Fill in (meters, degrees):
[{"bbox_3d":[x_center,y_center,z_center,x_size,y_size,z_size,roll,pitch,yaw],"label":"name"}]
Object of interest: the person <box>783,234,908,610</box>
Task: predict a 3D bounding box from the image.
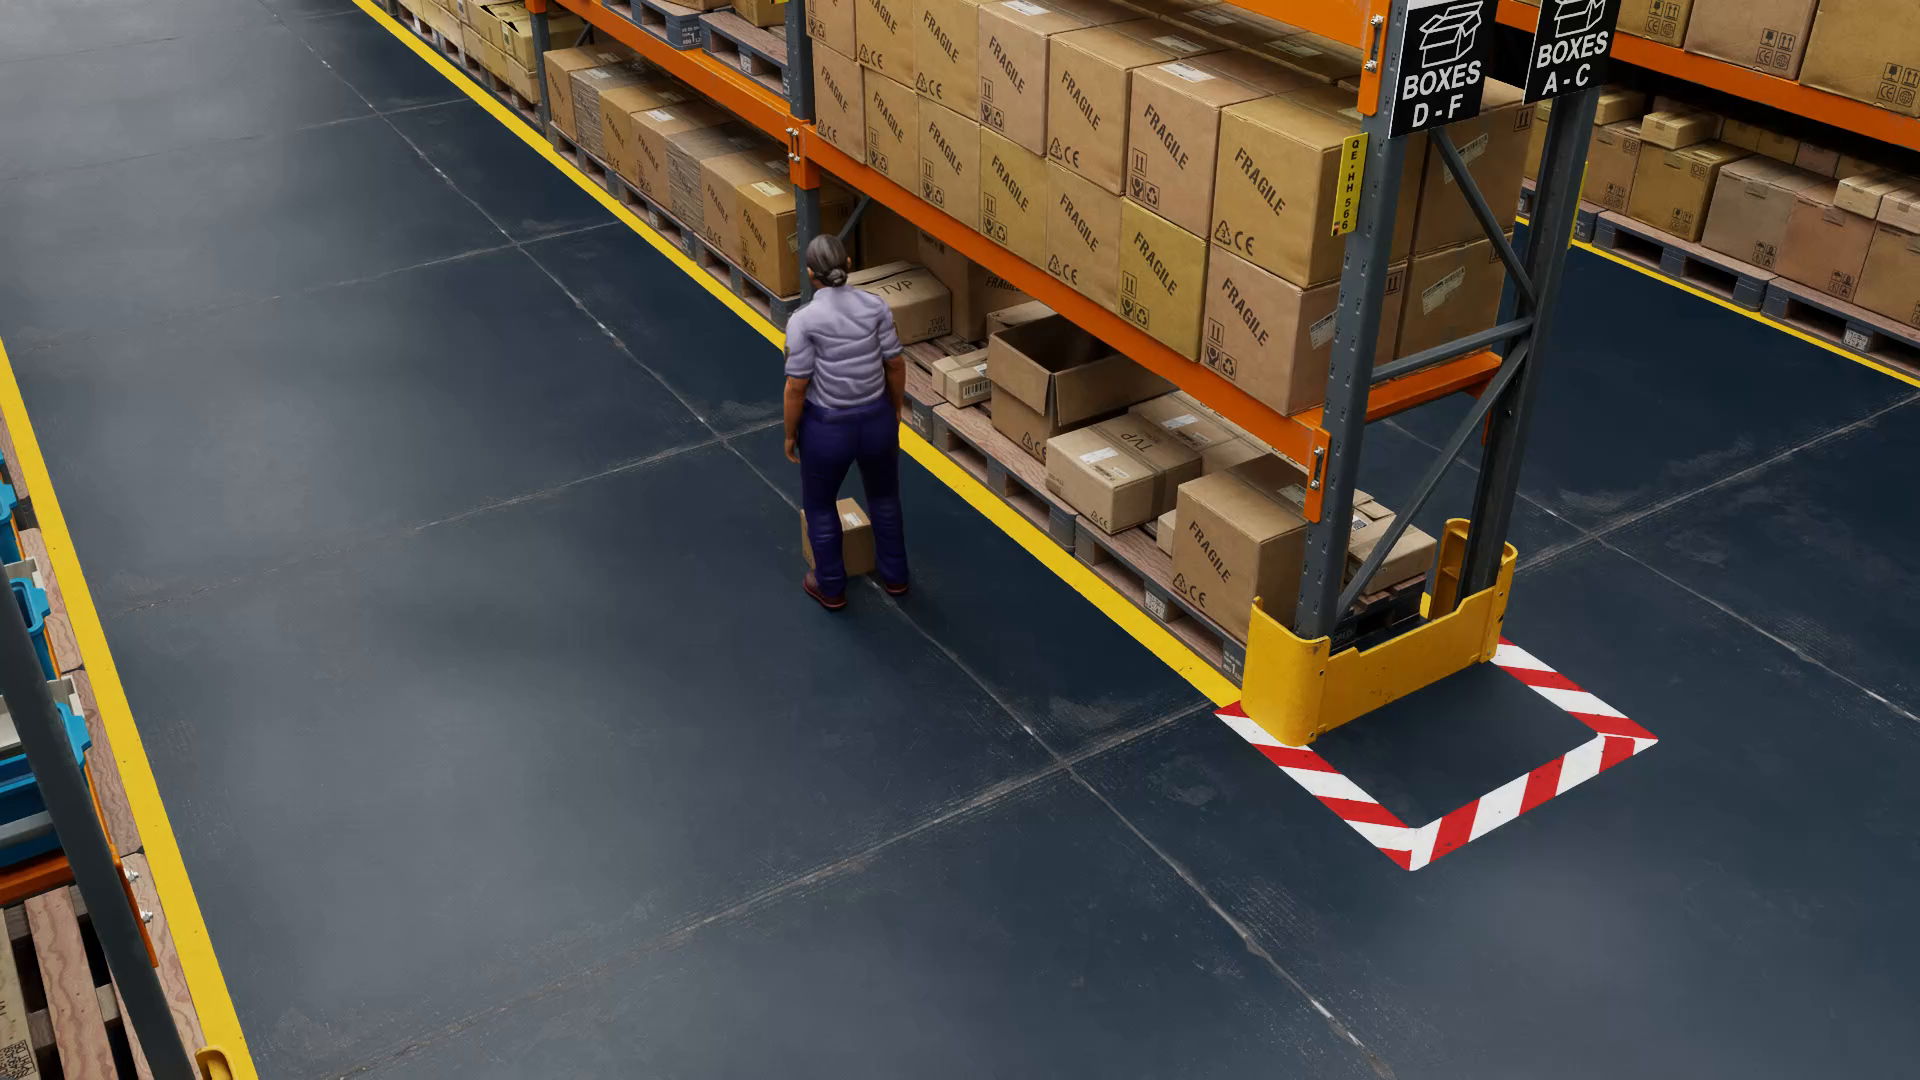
[{"bbox_3d":[-0.460,-0.465,6.868,0.562,1.651,0.374,-14,35,-20],"label":"person"}]
